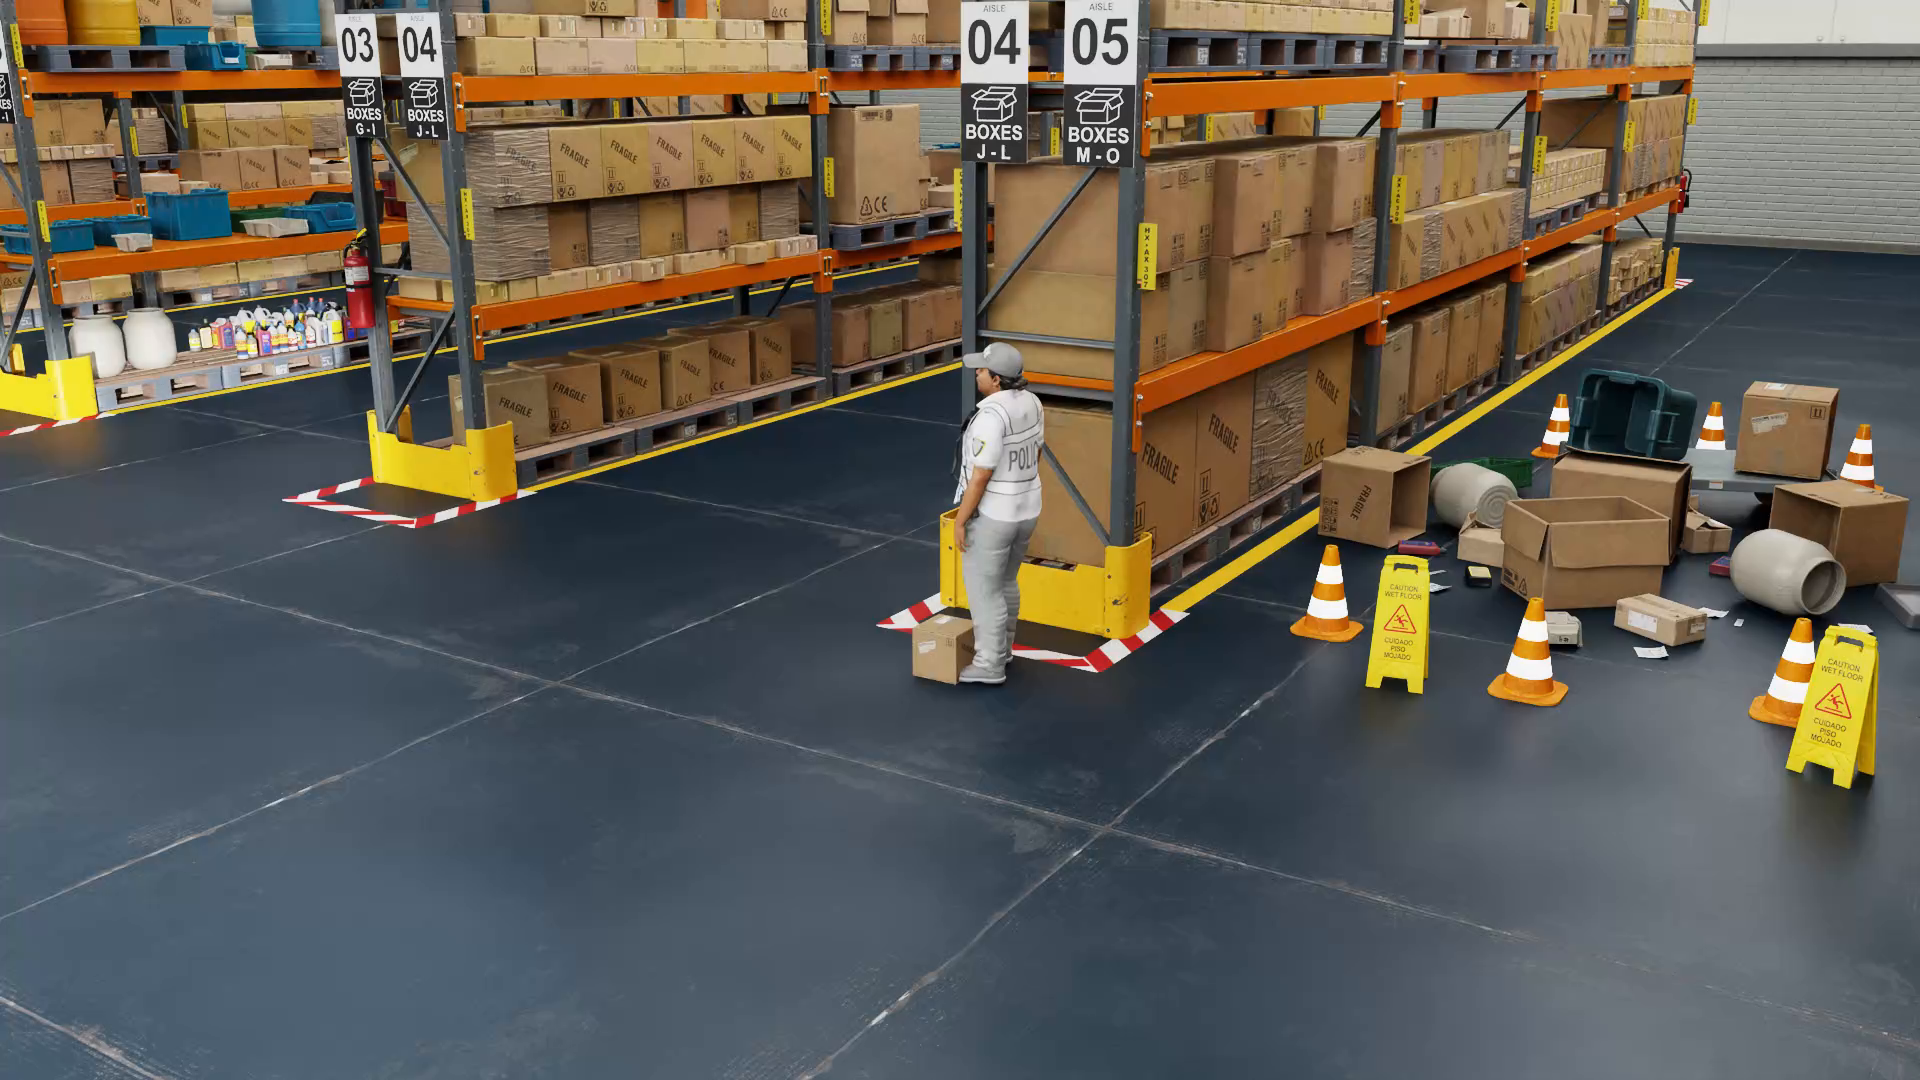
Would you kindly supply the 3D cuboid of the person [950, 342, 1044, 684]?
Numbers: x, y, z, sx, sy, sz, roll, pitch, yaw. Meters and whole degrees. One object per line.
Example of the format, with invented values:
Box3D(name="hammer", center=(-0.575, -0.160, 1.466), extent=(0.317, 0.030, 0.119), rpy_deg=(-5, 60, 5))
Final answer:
Box3D(name="person", center=(0.118, -0.132, 7.943), extent=(0.529, 1.669, 0.599), rpy_deg=(10, 19, 31))
